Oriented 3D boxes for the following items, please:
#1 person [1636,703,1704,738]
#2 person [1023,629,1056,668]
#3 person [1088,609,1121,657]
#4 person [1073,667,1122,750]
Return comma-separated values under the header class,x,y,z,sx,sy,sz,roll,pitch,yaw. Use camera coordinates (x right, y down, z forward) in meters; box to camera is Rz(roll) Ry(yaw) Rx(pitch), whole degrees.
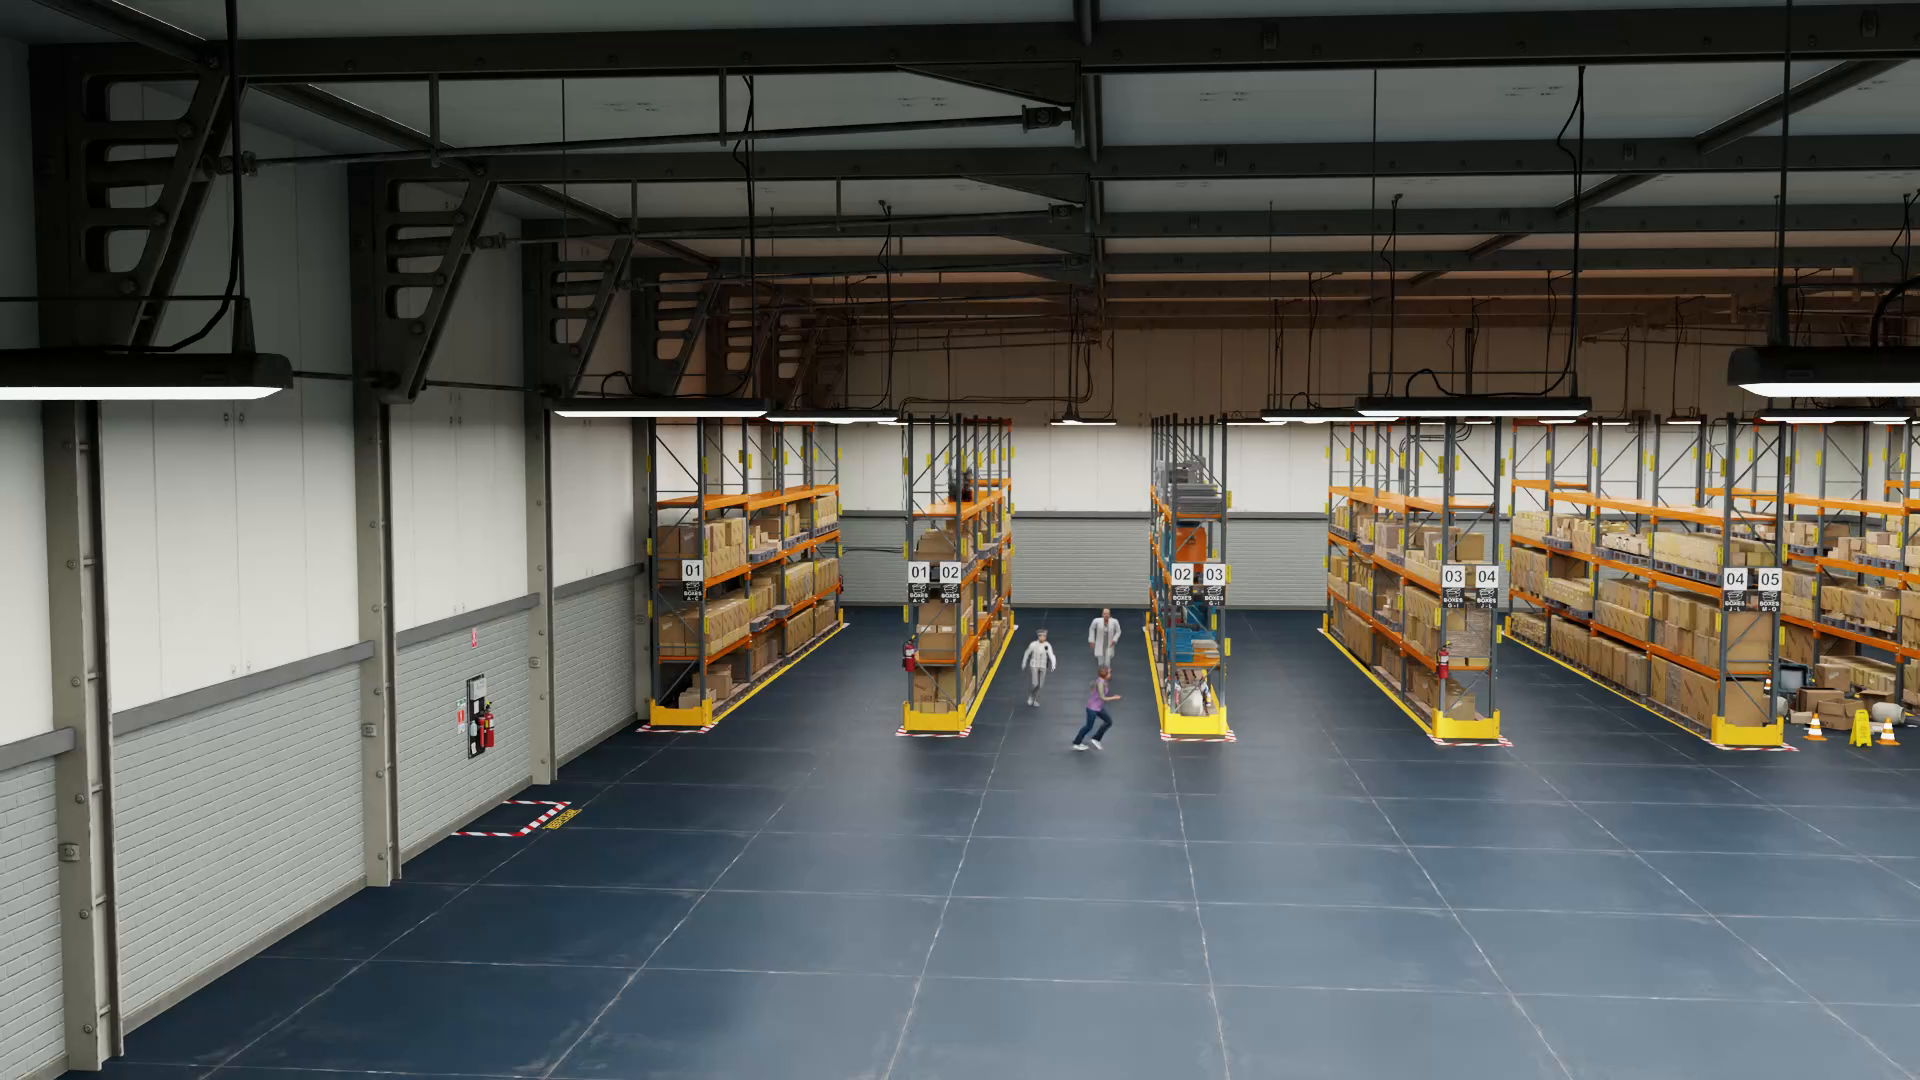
class,x,y,z,sx,sy,sz,roll,pitch,yaw
person,17.840,2.680,33.105,7.902,1.646,5.440,0,4,4
person,1.636,2.208,33.958,0.593,0.798,0.582,-1,4,-15
person,3.237,2.379,37.195,0.702,1.695,0.717,0,4,-5
person,2.436,2.978,29.389,0.871,1.520,0.527,1,4,21
